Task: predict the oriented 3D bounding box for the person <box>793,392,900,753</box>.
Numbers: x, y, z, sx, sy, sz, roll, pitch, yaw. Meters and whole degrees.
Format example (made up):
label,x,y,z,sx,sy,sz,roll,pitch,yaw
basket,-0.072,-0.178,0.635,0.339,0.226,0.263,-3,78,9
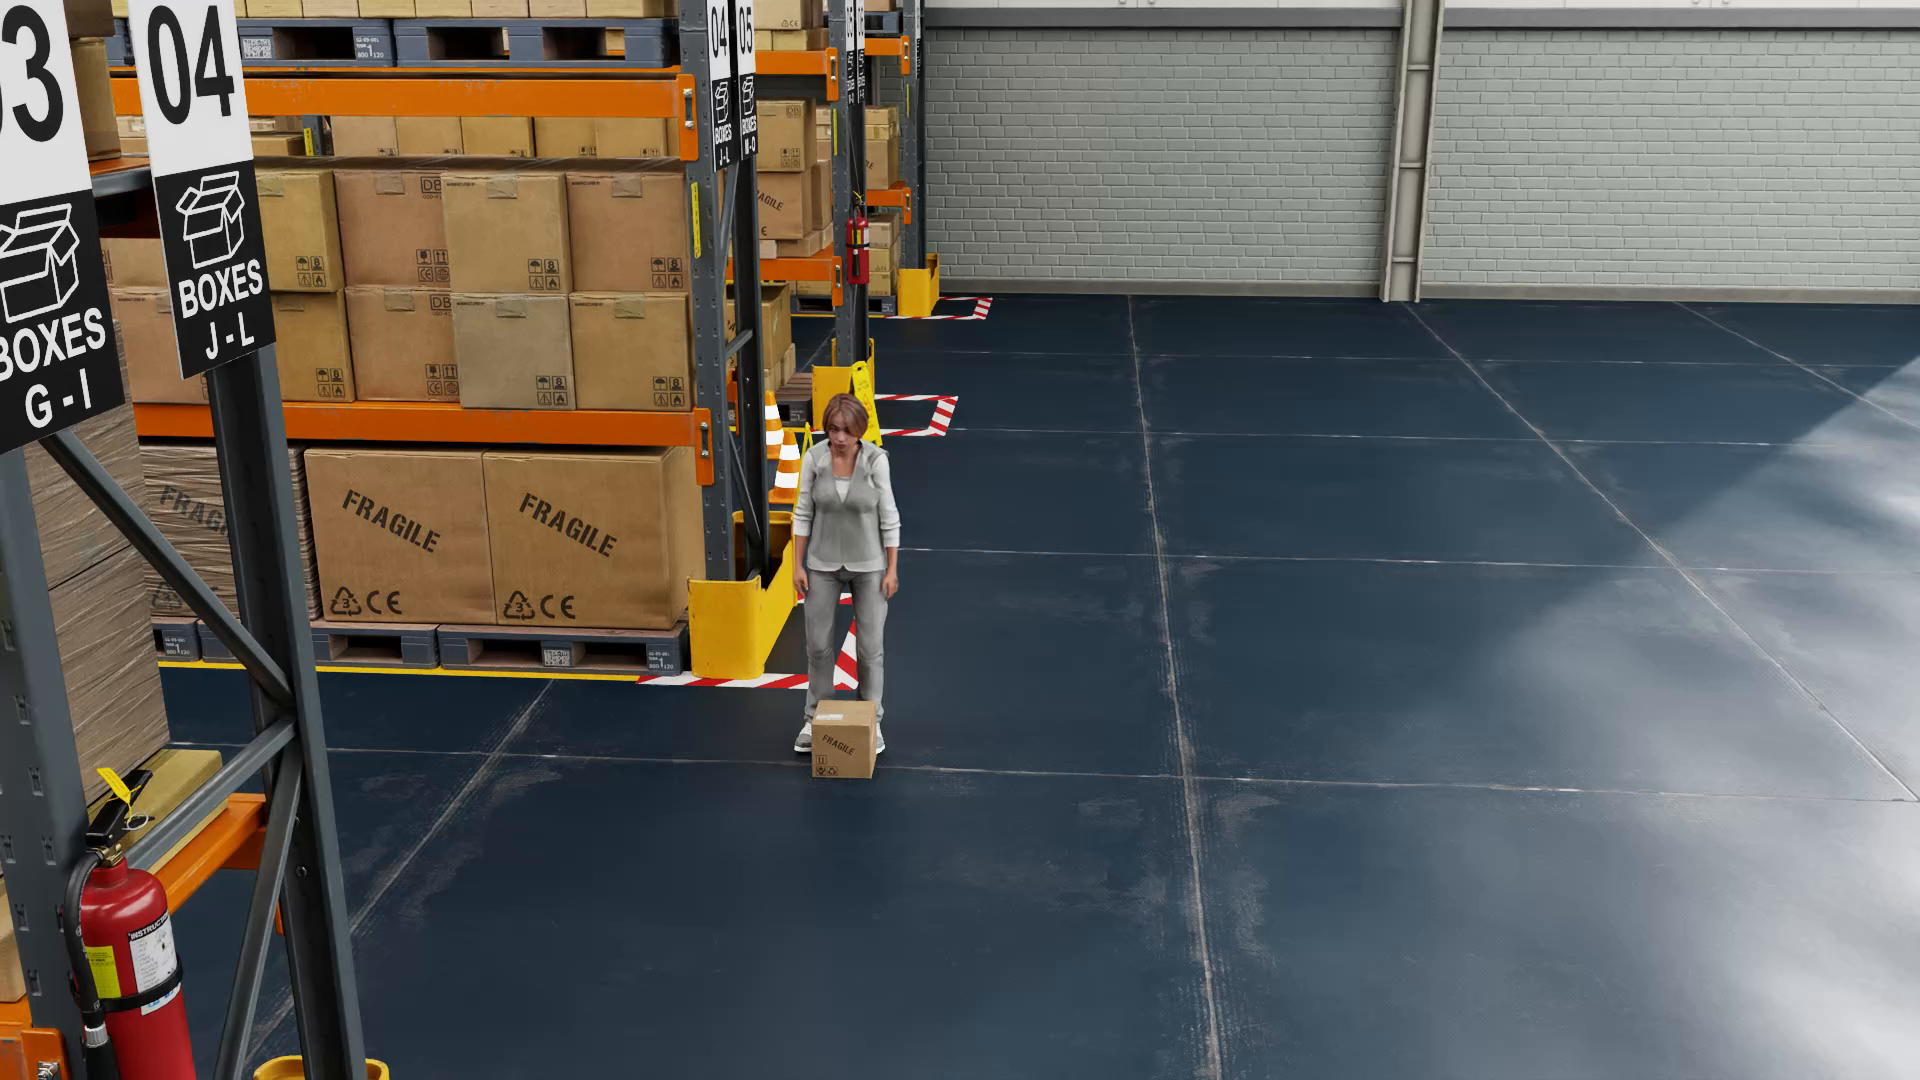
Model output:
label,x,y,z,sx,sy,sz,roll,pitch,yaw
person,-0.488,0.144,7.138,0.464,1.582,0.345,1,18,4
